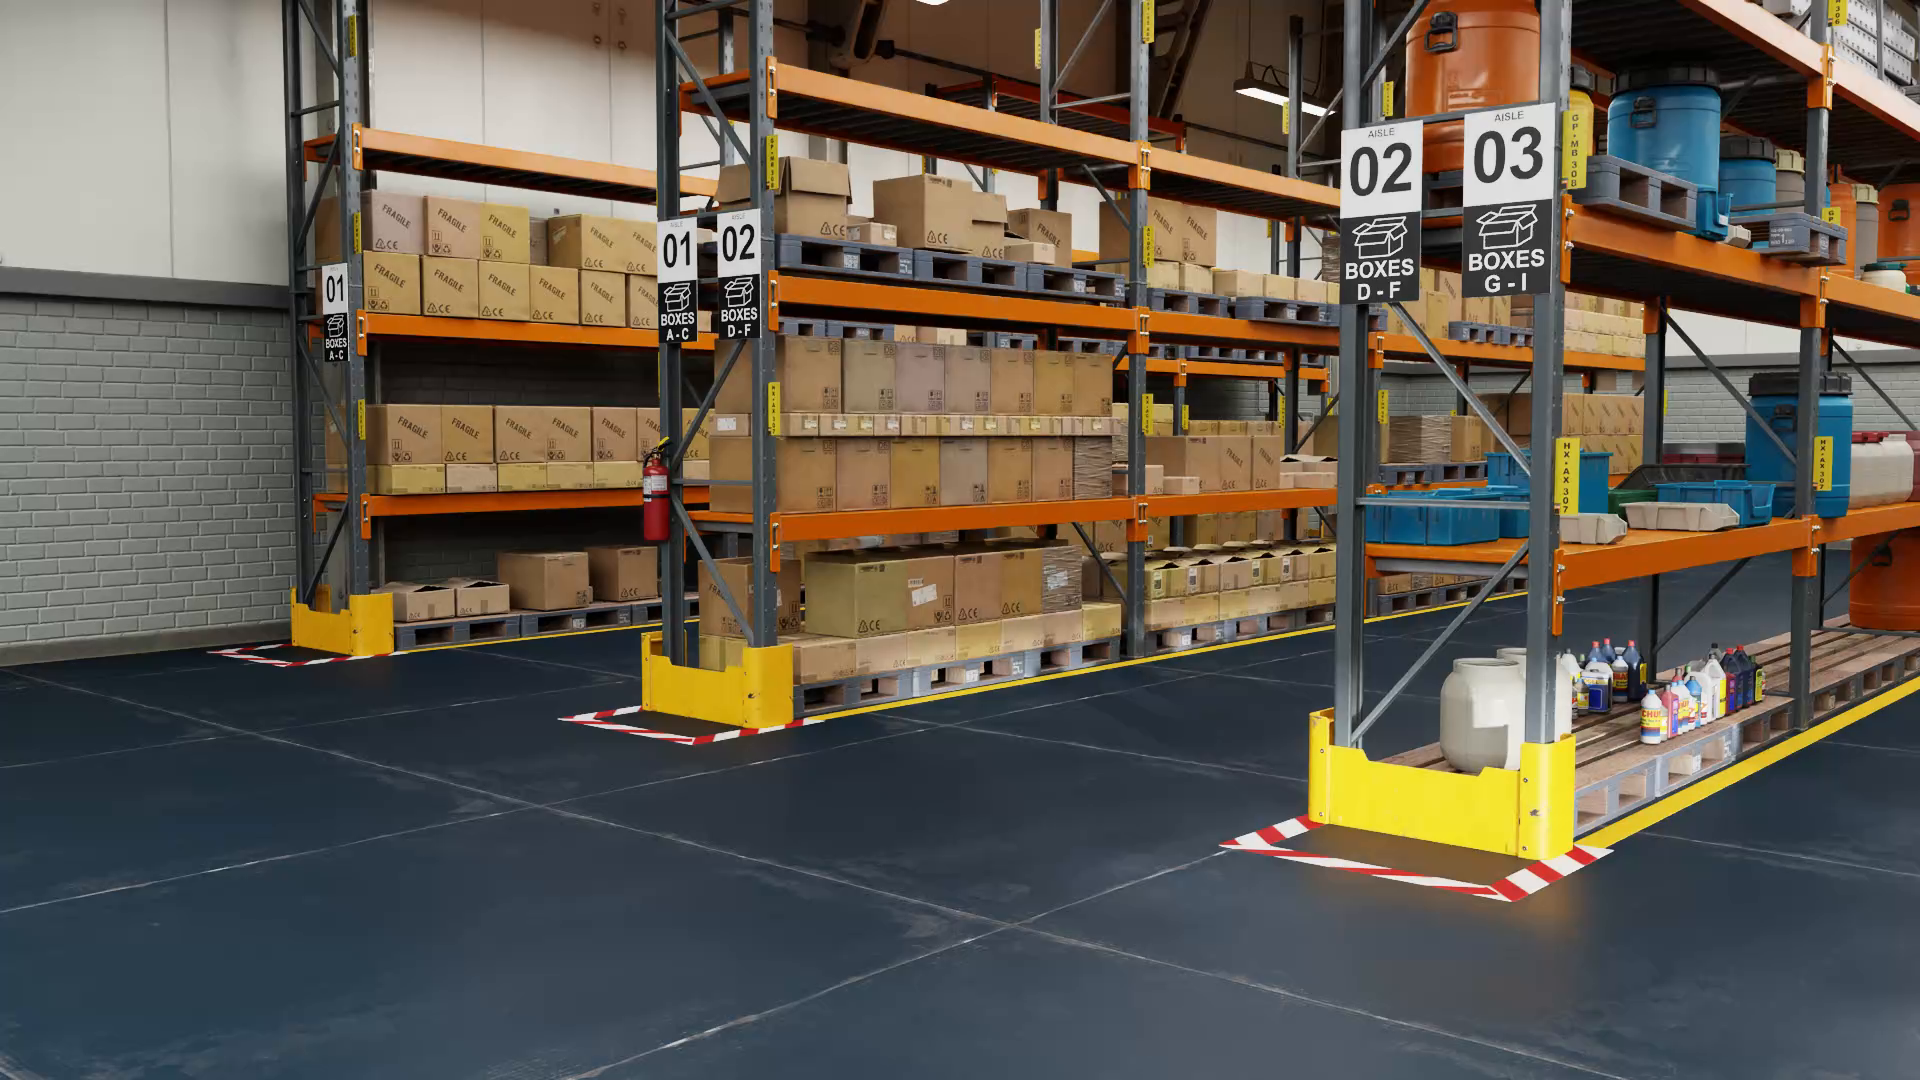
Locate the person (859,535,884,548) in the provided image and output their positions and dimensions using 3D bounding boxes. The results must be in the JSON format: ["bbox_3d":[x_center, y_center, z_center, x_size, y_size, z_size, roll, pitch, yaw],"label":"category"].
[{"bbox_3d":[-0.878,-0.105,16.790,0.475,1.672,0.510,0,4,-5],"label":"person"}]
